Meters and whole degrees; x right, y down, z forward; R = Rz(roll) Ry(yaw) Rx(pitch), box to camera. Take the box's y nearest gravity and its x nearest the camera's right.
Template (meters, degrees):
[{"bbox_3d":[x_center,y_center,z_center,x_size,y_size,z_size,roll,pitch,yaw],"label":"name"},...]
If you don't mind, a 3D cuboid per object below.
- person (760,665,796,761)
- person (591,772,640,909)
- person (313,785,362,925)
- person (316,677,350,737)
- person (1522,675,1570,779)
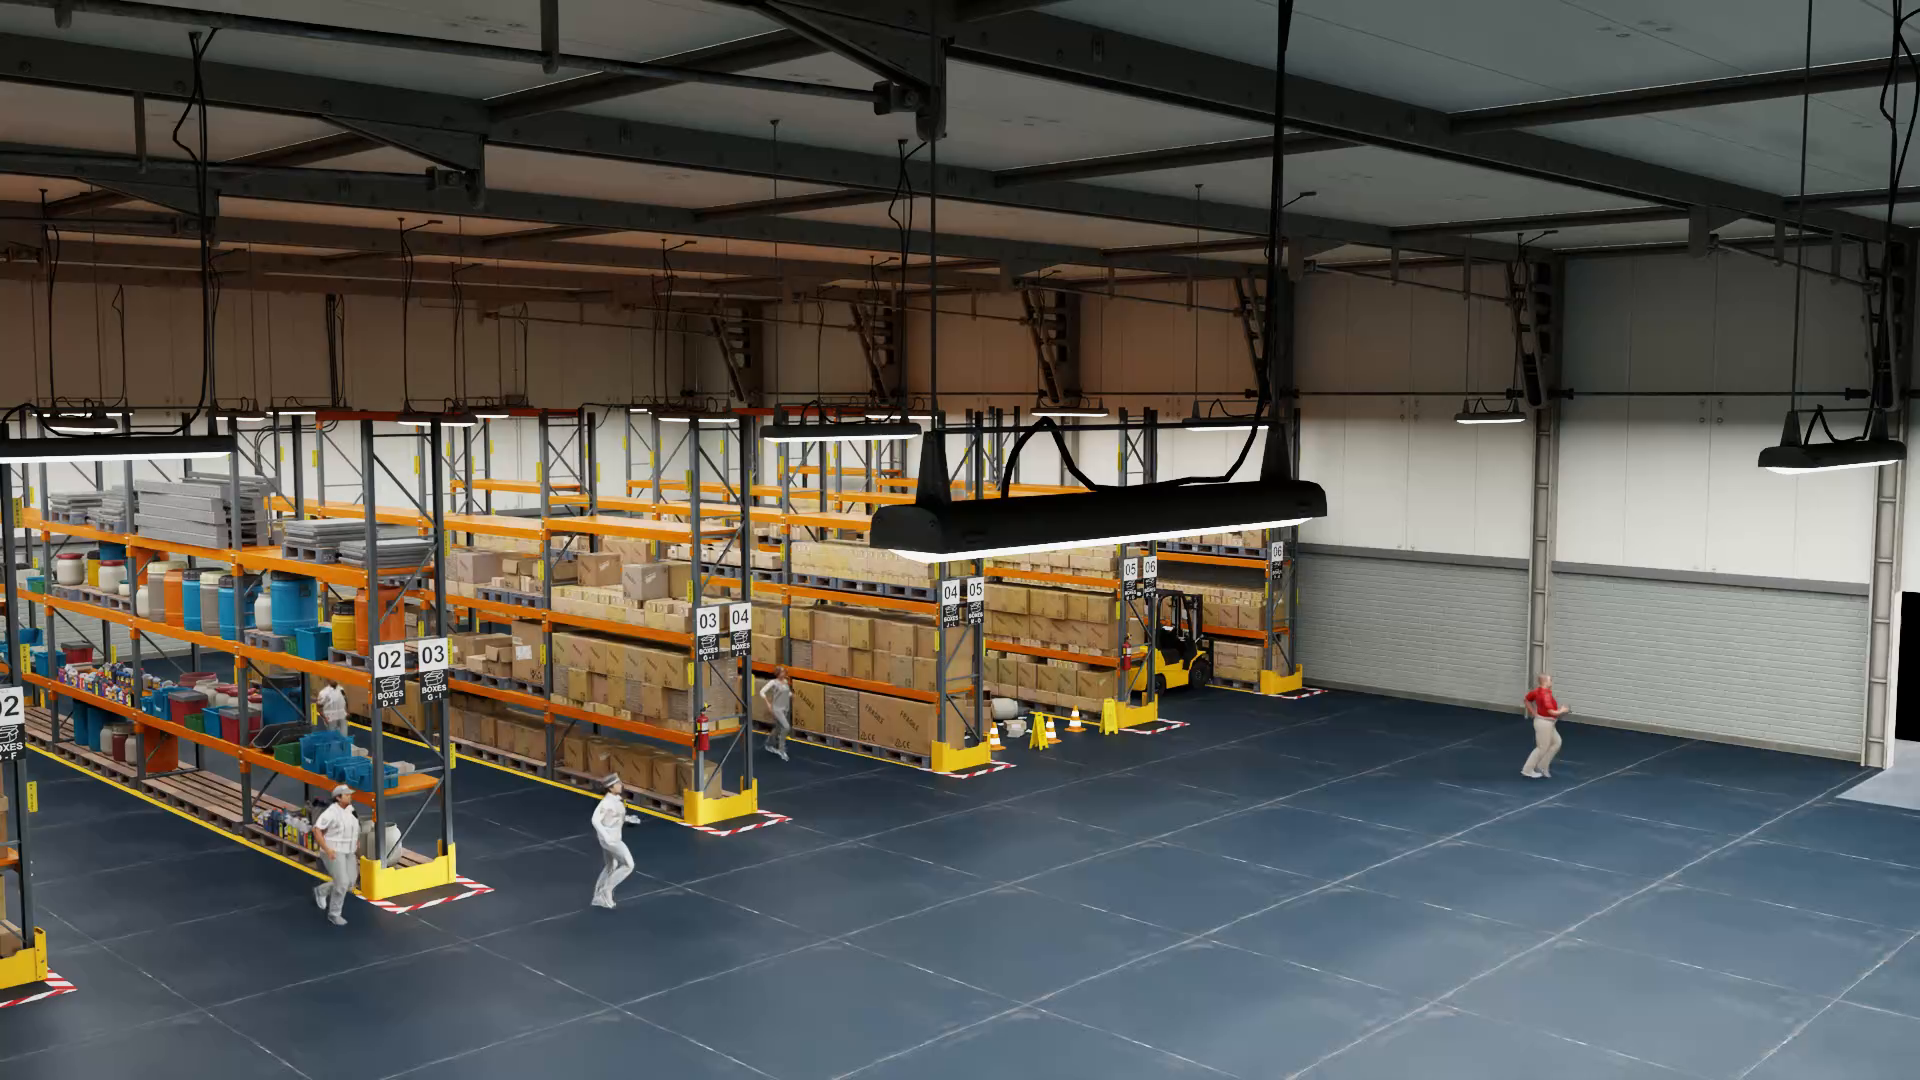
[{"bbox_3d":[-3.125,2.984,28.789,0.706,1.644,0.503,3,6,30],"label":"person"},{"bbox_3d":[-4.242,3.678,20.470,0.608,1.665,0.591,-1,5,-10],"label":"person"},{"bbox_3d":[-7.532,3.775,20.081,0.606,1.637,0.653,2,5,20],"label":"person"},{"bbox_3d":[-10.613,3.025,28.162,0.593,1.664,0.583,4,6,37],"label":"person"},{"bbox_3d":[9.583,3.077,27.217,0.736,1.768,0.637,1,5,8],"label":"person"}]
